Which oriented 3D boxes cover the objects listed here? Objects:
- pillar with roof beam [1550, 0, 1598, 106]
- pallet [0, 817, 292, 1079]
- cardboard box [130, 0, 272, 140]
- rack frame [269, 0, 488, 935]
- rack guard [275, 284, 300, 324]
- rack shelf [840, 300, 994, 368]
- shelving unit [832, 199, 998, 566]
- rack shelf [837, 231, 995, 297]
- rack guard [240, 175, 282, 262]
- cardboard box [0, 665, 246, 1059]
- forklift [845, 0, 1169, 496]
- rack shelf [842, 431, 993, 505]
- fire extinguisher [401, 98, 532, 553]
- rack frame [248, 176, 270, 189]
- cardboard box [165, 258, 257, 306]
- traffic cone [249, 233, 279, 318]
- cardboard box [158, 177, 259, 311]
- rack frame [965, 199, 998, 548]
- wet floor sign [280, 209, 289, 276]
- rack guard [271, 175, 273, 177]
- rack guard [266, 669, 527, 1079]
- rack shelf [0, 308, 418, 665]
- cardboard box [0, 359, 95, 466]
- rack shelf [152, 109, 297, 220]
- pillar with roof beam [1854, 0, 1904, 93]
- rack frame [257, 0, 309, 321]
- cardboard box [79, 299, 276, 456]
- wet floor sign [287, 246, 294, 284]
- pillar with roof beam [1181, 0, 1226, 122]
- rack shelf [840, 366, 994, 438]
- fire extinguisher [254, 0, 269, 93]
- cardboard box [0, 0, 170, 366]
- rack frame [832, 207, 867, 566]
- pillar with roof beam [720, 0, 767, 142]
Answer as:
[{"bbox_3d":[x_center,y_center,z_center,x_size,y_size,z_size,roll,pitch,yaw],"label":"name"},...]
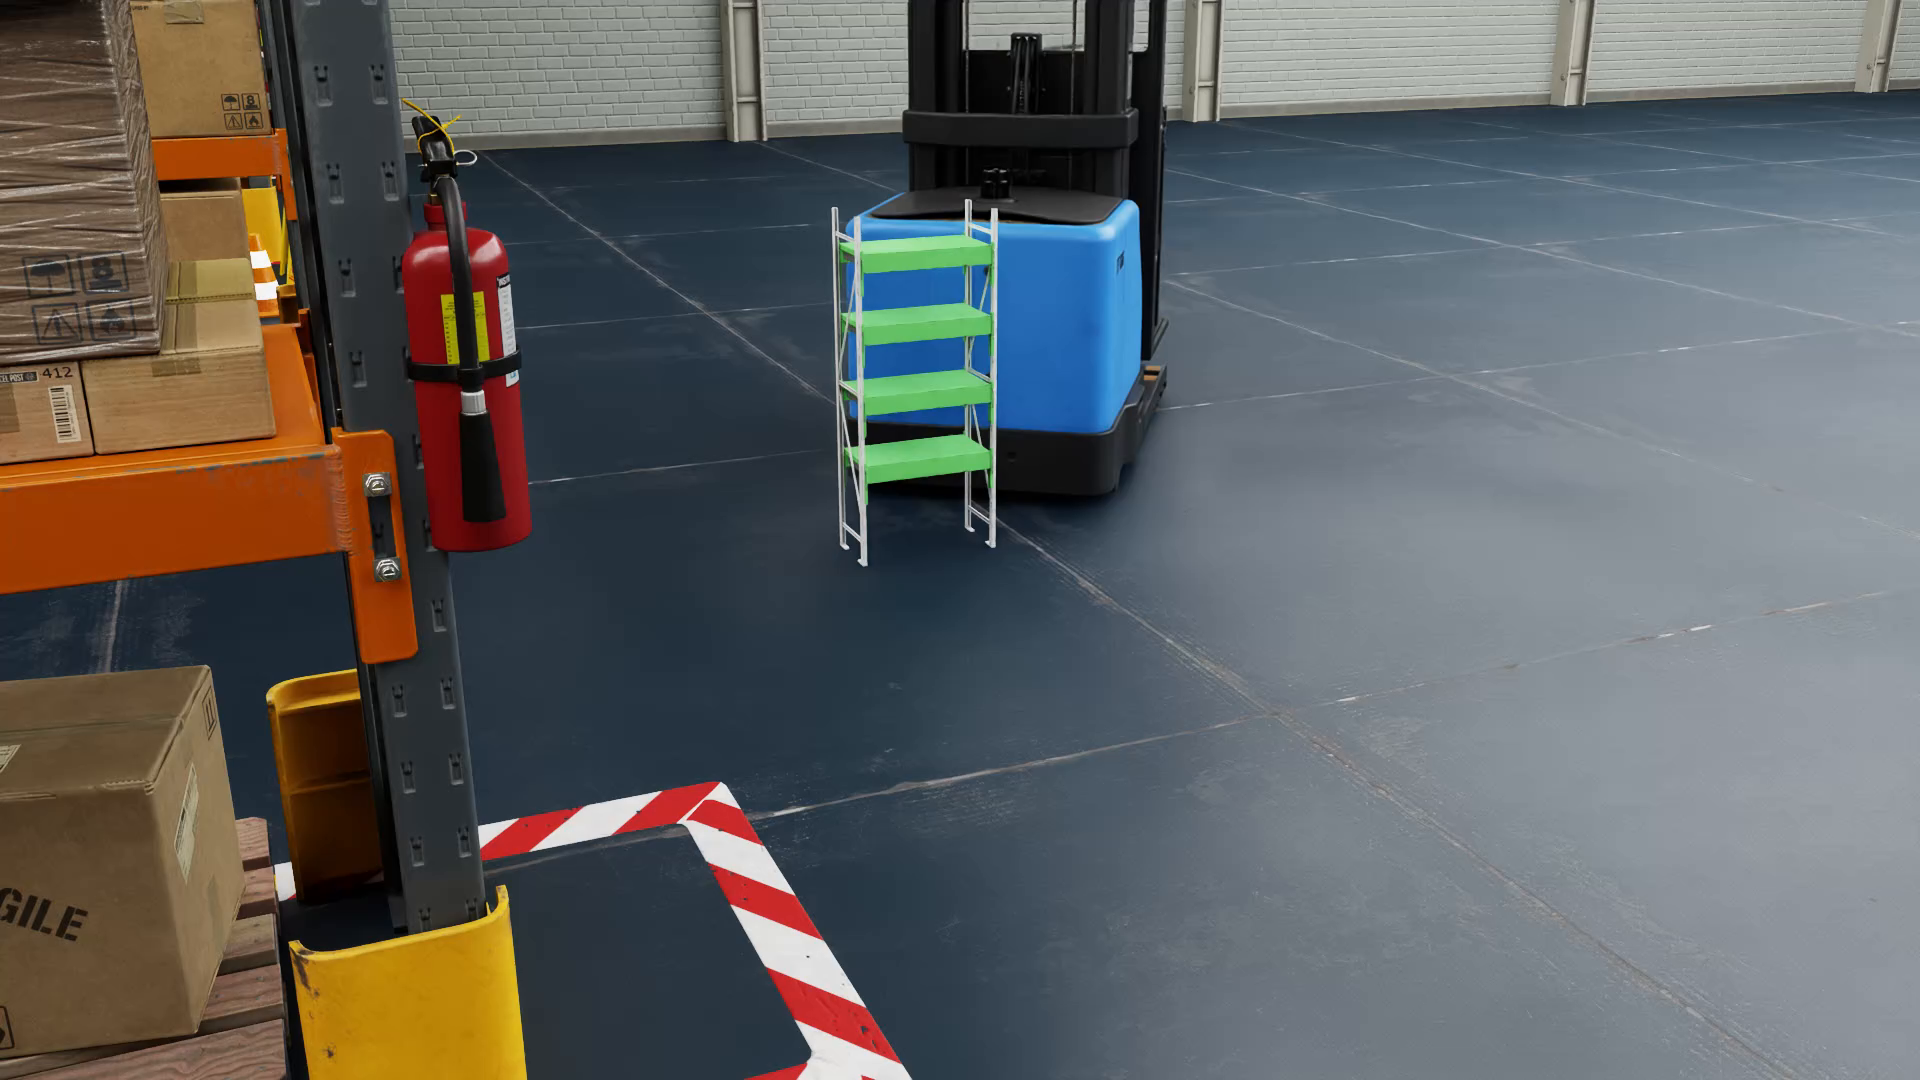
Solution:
[{"bbox_3d":[10.286,-9.089,18.286,0.400,9.000,9.100,-8,21,-22],"label":"pillar with roof beam"},{"bbox_3d":[-1.886,0.936,3.046,1.213,0.211,1.003,-8,21,-22],"label":"pallet"},{"bbox_3d":[-3.251,-2.019,7.015,0.550,0.550,0.875,-8,21,-22],"label":"cardboard box"},{"bbox_3d":[-1.056,-0.486,2.884,0.127,3.000,1.000,-8,21,-22],"label":"rack frame"},{"bbox_3d":[-2.906,-0.835,7.642,0.348,0.500,1.175,-8,21,-22],"label":"rack guard"},{"bbox_3d":[-0.152,-0.710,5.702,0.480,0.148,0.258,-8,21,-22],"label":"rack shelf"},{"bbox_3d":[-0.152,-0.544,5.761,0.503,1.200,0.258,-8,21,-22],"label":"shelving unit"},{"bbox_3d":[-0.152,-0.937,5.623,0.480,0.148,0.258,-8,21,-22],"label":"rack shelf"},{"bbox_3d":[-5.051,-2.319,11.854,0.348,0.500,1.175,-8,21,-22],"label":"rack guard"},{"bbox_3d":[-1.636,0.572,3.011,0.500,0.500,0.500,-4,20,-12],"label":"cardboard box"},{"bbox_3d":[0.373,-2.003,7.298,1.130,2.935,3.031,4,20,12],"label":"forklift"},{"bbox_3d":[-0.152,-0.258,5.862,0.480,0.148,0.258,-8,21,-22],"label":"rack shelf"},{"bbox_3d":[-0.768,-0.324,2.541,0.183,0.674,0.296,-8,21,-22],"label":"fire extinguisher"},{"bbox_3d":[-4.981,-3.508,11.467,0.127,3.000,1.000,-8,21,-22],"label":"rack frame"},{"bbox_3d":[-1.412,-0.402,3.026,0.250,0.149,0.380,-8,21,-22],"label":"cardboard box"},{"bbox_3d":[-4.113,-1.567,9.776,0.334,0.463,0.336,-8,21,-22],"label":"traffic cone"},{"bbox_3d":[-3.524,-1.098,7.191,0.875,0.875,0.875,-8,21,-22],"label":"cardboard box"},{"bbox_3d":[0.072,-0.576,5.852,0.015,1.200,0.240,-8,21,-22],"label":"rack frame"},{"bbox_3d":[-4.383,-2.096,11.003,0.232,0.644,0.267,-1,19,-3],"label":"wet floor sign"},{"bbox_3d":[-6.929,-3.845,16.189,0.348,0.500,1.175,-8,21,-22],"label":"rack guard"},{"bbox_3d":[-1.126,0.704,3.271,0.348,0.500,1.175,-8,21,-22],"label":"rack guard"},{"bbox_3d":[-2.892,0.117,2.257,4.000,0.370,1.077,-8,21,-22],"label":"rack shelf"},{"bbox_3d":[-1.466,-0.234,2.548,0.250,0.149,0.380,-8,21,-22],"label":"cardboard box"},{"bbox_3d":[-4.764,-1.409,6.590,4.000,0.370,1.077,-8,21,-22],"label":"rack shelf"},{"bbox_3d":[15.795,-9.878,20.527,0.400,9.000,9.100,-8,21,-22],"label":"pillar with roof beam"},{"bbox_3d":[-2.928,-2.011,7.218,0.127,3.000,1.000,-8,21,-22],"label":"rack frame"},{"bbox_3d":[-1.236,-0.267,2.641,0.250,0.149,0.380,-8,21,-22],"label":"cardboard box"},{"bbox_3d":[-3.686,-1.508,9.335,0.232,0.644,0.267,-12,23,-31],"label":"wet floor sign"},{"bbox_3d":[4.776,-8.300,16.044,0.400,9.000,9.100,-8,21,-22],"label":"pillar with roof beam"},{"bbox_3d":[-0.152,-0.484,5.782,0.480,0.148,0.258,-8,21,-22],"label":"rack shelf"},{"bbox_3d":[-4.694,-3.346,11.124,0.183,0.674,0.296,-8,21,-22],"label":"fire extinguisher"},{"bbox_3d":[-1.572,-0.609,2.637,0.500,0.500,0.875,-8,21,-22],"label":"cardboard box"},{"bbox_3d":[-0.376,-0.512,5.670,0.015,1.200,0.240,-8,21,-22],"label":"rack frame"},{"bbox_3d":[-0.733,-7.510,13.802,0.400,9.000,9.100,-8,21,-22],"label":"pillar with roof beam"}]
